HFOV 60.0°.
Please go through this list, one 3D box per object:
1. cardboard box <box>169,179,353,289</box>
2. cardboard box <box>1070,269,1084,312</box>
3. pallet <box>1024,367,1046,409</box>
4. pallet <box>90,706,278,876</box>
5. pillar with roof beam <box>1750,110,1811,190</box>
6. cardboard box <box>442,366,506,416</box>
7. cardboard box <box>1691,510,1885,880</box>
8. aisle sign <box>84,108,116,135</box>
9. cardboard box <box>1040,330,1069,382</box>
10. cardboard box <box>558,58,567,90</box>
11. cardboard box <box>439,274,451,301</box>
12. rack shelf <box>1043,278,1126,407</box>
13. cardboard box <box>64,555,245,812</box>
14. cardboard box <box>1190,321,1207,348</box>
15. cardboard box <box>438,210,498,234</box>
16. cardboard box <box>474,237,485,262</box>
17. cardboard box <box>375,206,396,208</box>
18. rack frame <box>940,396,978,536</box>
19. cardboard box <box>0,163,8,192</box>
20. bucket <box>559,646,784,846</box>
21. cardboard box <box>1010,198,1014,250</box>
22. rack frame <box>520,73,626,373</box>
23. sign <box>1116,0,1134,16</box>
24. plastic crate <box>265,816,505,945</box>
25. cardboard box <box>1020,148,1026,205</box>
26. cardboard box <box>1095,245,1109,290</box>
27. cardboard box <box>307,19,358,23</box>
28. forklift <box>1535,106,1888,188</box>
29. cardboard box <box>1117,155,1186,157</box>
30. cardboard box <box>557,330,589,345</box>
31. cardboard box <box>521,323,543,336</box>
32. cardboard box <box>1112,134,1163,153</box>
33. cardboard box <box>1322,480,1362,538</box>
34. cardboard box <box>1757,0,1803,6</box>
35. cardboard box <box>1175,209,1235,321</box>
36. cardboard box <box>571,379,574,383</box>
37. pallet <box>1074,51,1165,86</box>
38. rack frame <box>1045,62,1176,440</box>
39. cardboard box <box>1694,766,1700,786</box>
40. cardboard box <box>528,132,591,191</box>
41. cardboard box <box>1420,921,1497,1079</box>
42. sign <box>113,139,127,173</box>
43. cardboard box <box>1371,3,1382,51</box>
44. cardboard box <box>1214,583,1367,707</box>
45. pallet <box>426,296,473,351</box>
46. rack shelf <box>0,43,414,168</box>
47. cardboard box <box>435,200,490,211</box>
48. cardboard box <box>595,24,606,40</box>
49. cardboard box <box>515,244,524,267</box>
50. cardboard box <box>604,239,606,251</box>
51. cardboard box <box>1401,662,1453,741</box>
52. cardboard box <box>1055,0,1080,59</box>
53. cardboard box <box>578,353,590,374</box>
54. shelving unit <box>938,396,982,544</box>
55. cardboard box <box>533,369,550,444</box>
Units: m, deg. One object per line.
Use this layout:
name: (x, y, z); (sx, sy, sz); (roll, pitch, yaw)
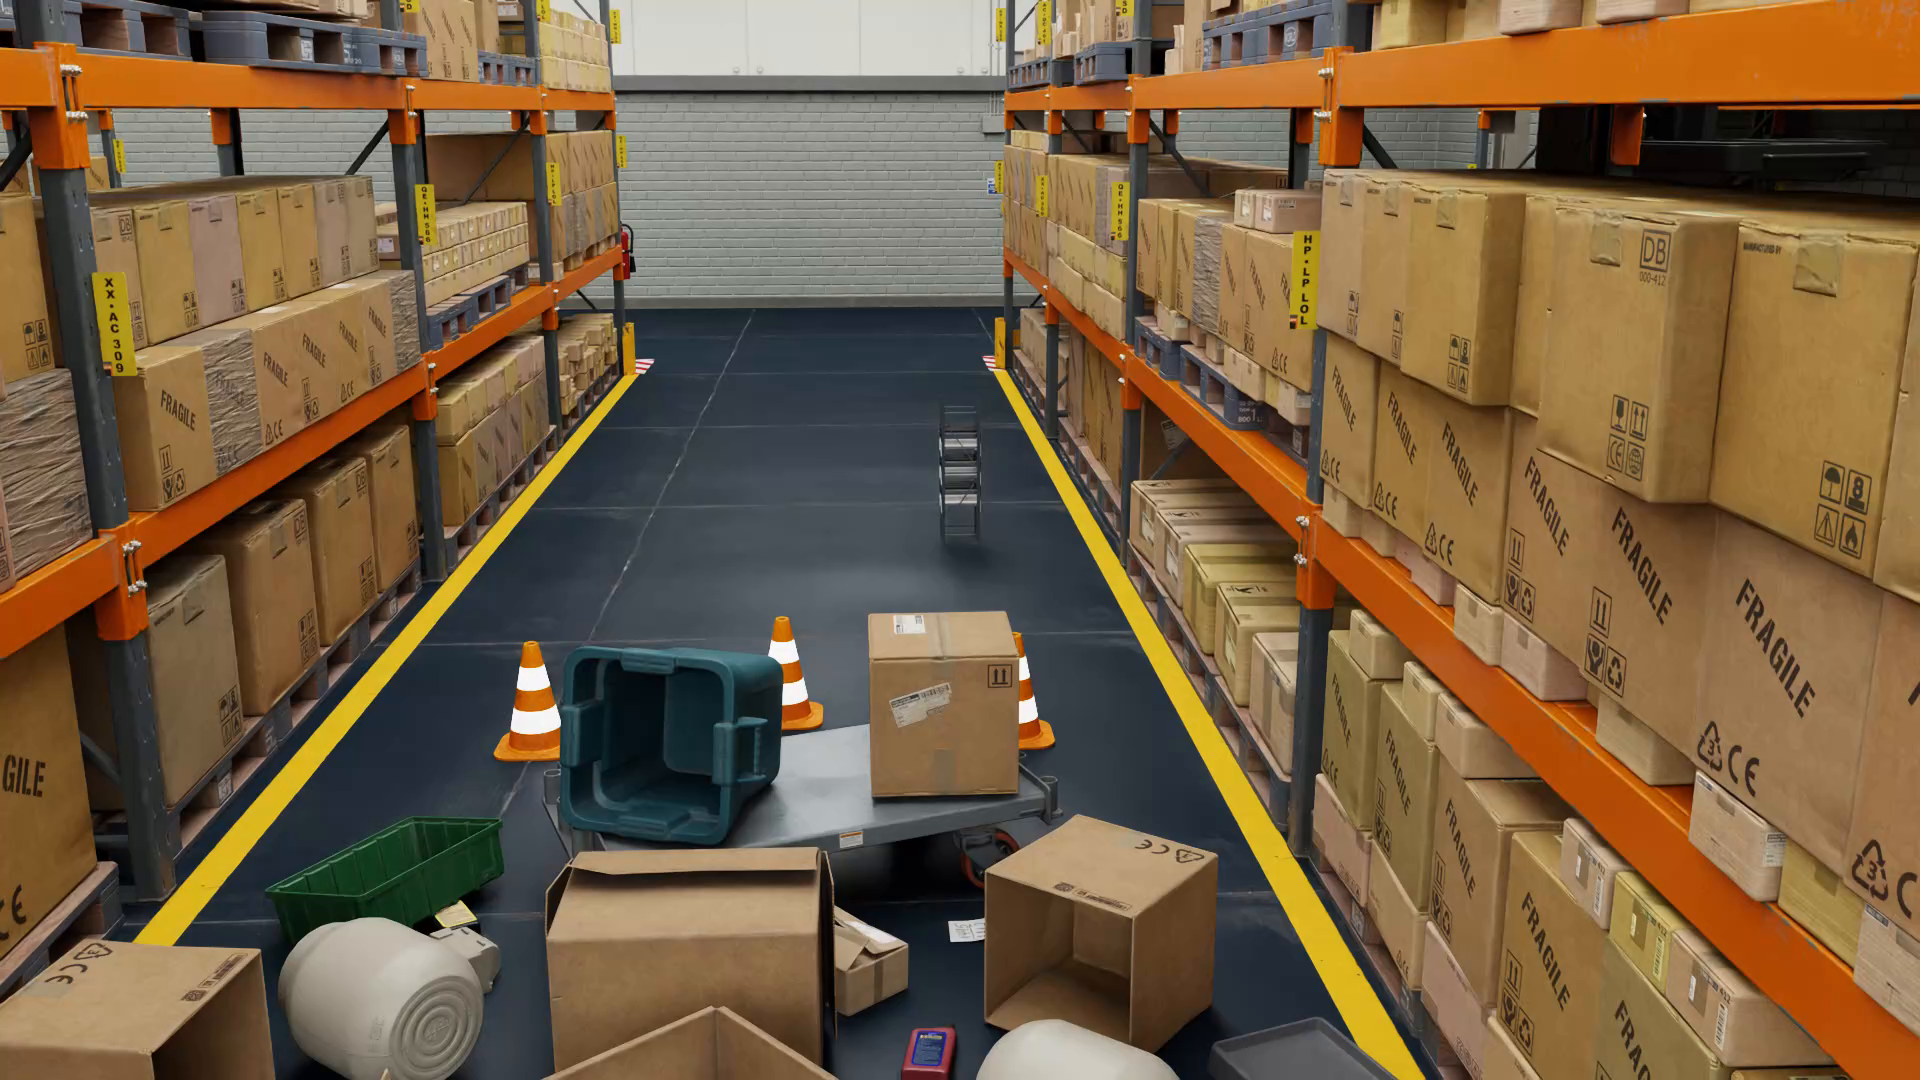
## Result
cardboard box: (-3.422, -1.504, 8.143); (0.700, 0.500, 0.500); (-1, 14, -4)
cardboard box: (1.049, -1.738, 11.562); (0.500, 0.250, 0.500); (-1, 14, -4)
pallet: (1.166, -1.449, 15.734); (1.003, 0.211, 1.213); (-1, 14, -3)
pallet: (-3.348, 0.946, 6.426); (1.003, 0.211, 1.213); (-1, 14, -3)
pillar with roof beam: (2.727, -5.408, 13.487); (9.100, 9.000, 0.400); (-1, 14, -3)
cardboard box: (-3.323, -0.989, 11.019); (0.500, 0.250, 0.500); (-1, 14, -3)
cardboard box: (1.622, 0.232, 2.808); (0.500, 0.500, 0.500); (-1, 14, -3)
aisle sign: (-8.630, -4.428, 16.500); (0.394, 0.787, 0.004); (-1, 14, -3)
cardboard box: (1.226, -1.648, 15.210); (0.875, 0.438, 0.875); (-1, 14, -5)
cardboard box: (-3.526, -3.827, 13.662); (0.500, 0.250, 0.500); (-1, 14, -4)
cardboard box: (-3.333, -1.538, 10.147); (0.380, 0.149, 0.250); (0, 14, -1)
rack shelf: (1.338, -1.459, 11.621); (1.077, 0.370, 4.000); (-1, 14, -3)
cardboard box: (-3.353, 0.519, 6.160); (1.050, 0.750, 0.750); (-1, 14, -4)
cardboard box: (1.340, -1.041, 8.214); (0.380, 0.149, 0.250); (0, 14, 0)
cardboard box: (-3.441, -2.219, 11.597); (0.380, 0.149, 0.250); (-1, 14, -5)
cardboard box: (-3.404, -1.945, 11.130); (0.380, 0.149, 0.250); (0, 14, -1)
cardboard box: (-4.119, -2.335, 12.049); (0.380, 0.149, 0.250); (-1, 14, -3)
rack frame: (-0.007, -0.463, 10.520); (0.240, 0.900, 0.006); (-1, 14, -3)
cardboard box: (-8.511, -2.961, 14.215); (0.500, 0.500, 0.500); (-1, 14, -5)
bucket: (-0.915, 0.634, 5.562); (0.726, 0.611, 0.620); (4, 5, 16)
cardboard box: (0.768, -3.099, 16.350); (0.500, 0.500, 0.500); (-1, 14, -4)
rack frame: (-3.968, -3.198, 16.936); (1.000, 3.000, 0.127); (-1, 14, -3)
sign: (0.907, -3.045, 9.125); (0.100, 0.325, 0.005); (-1, 14, -3)
plastic crate: (-1.907, 1.143, 5.591); (0.450, 0.188, 0.662); (-4, 11, 28)
cardboard box: (0.822, -3.328, 15.235); (0.500, 0.500, 0.500); (-1, 14, -3)
cardboard box: (1.142, -1.723, 10.503); (0.500, 0.250, 0.500); (-1, 14, -5)
cardboard box: (-3.216, -2.654, 8.228); (0.380, 0.166, 0.250); (-1, 14, -3)
forklift: (3.454, -0.809, 7.789); (1.130, 2.935, 3.031); (-8, 16, -28)
cardboard box: (1.492, -2.730, 12.911); (0.500, 0.500, 0.500); (0, 14, -2)
cardboard box: (-3.651, -1.857, 15.408); (0.380, 0.149, 0.250); (-1, 14, -5)
cardboard box: (-4.152, -1.982, 15.893); (0.380, 0.149, 0.250); (-2, 15, -6)
cardboard box: (1.453, -3.234, 13.567); (0.380, 0.149, 0.250); (-1, 14, -4)
cardboard box: (1.409, -0.110, 5.439); (0.380, 0.149, 0.250); (-1, 14, -4)
cardboard box: (1.613, -0.989, 2.835); (0.380, 0.149, 0.250); (-1, 14, -4)
cardboard box: (1.337, -1.329, 8.031); (0.500, 0.500, 0.500); (-1, 14, -2)
cardboard box: (-3.572, -1.311, 14.481); (0.380, 0.149, 0.250); (-1, 14, -5)
pallet: (1.296, -3.109, 10.948); (1.003, 0.211, 1.213); (0, 14, -1)
rack frame: (1.214, -2.305, 13.464); (1.000, 3.000, 0.127); (-1, 14, -3)
cardboard box: (1.678, 0.457, 3.236); (0.380, 0.149, 0.250); (-1, 14, -3)
cardboard box: (-3.583, -3.378, 14.832); (0.500, 0.500, 0.500); (-1, 14, -5)
cardboard box: (1.556, 1.228, 4.408); (0.500, 0.250, 0.500); (-1, 14, -4)
sign: (-8.383, -3.827, 16.582); (0.100, 0.325, 0.005); (-1, 14, -3)
cardboard box: (1.482, -1.564, 5.070); (0.380, 0.149, 0.250); (-1, 14, -4)
cardboard box: (1.626, 0.445, 7.208); (0.950, 0.372, 0.625); (0, 14, 0)
pallet: (-3.623, -1.291, 9.910); (1.213, 0.211, 1.003); (-1, 14, -3)
rack shelf: (-3.349, -1.815, 6.986); (1.077, 0.370, 4.000); (-1, 14, -3)
cardboard box: (-4.033, -2.512, 13.471); (0.500, 0.500, 0.500); (-1, 14, -3)
cardboard box: (-3.655, -4.935, 16.165); (0.380, 0.149, 0.250); (-1, 14, -4)
cardboard box: (-3.482, -2.125, 12.426); (0.380, 0.149, 0.250); (-1, 14, -3)
cardboard box: (-3.658, -2.875, 16.185); (0.380, 0.149, 0.250); (-1, 14, -4)
cardboard box: (1.458, 0.446, 4.640); (0.380, 0.149, 0.250); (0, 14, -1)
cardboard box: (0.979, -3.786, 12.157); (0.500, 0.500, 0.500); (-1, 14, -4)
cardboard box: (-3.540, -1.586, 14.954); (0.380, 0.149, 0.250); (-1, 14, -4)
shelving unit: (0.000, -0.438, 10.422); (0.258, 0.900, 0.210); (-1, 14, -3)
cardboard box: (-3.423, -1.016, 12.629); (0.500, 0.500, 0.500); (-1, 14, -5)
